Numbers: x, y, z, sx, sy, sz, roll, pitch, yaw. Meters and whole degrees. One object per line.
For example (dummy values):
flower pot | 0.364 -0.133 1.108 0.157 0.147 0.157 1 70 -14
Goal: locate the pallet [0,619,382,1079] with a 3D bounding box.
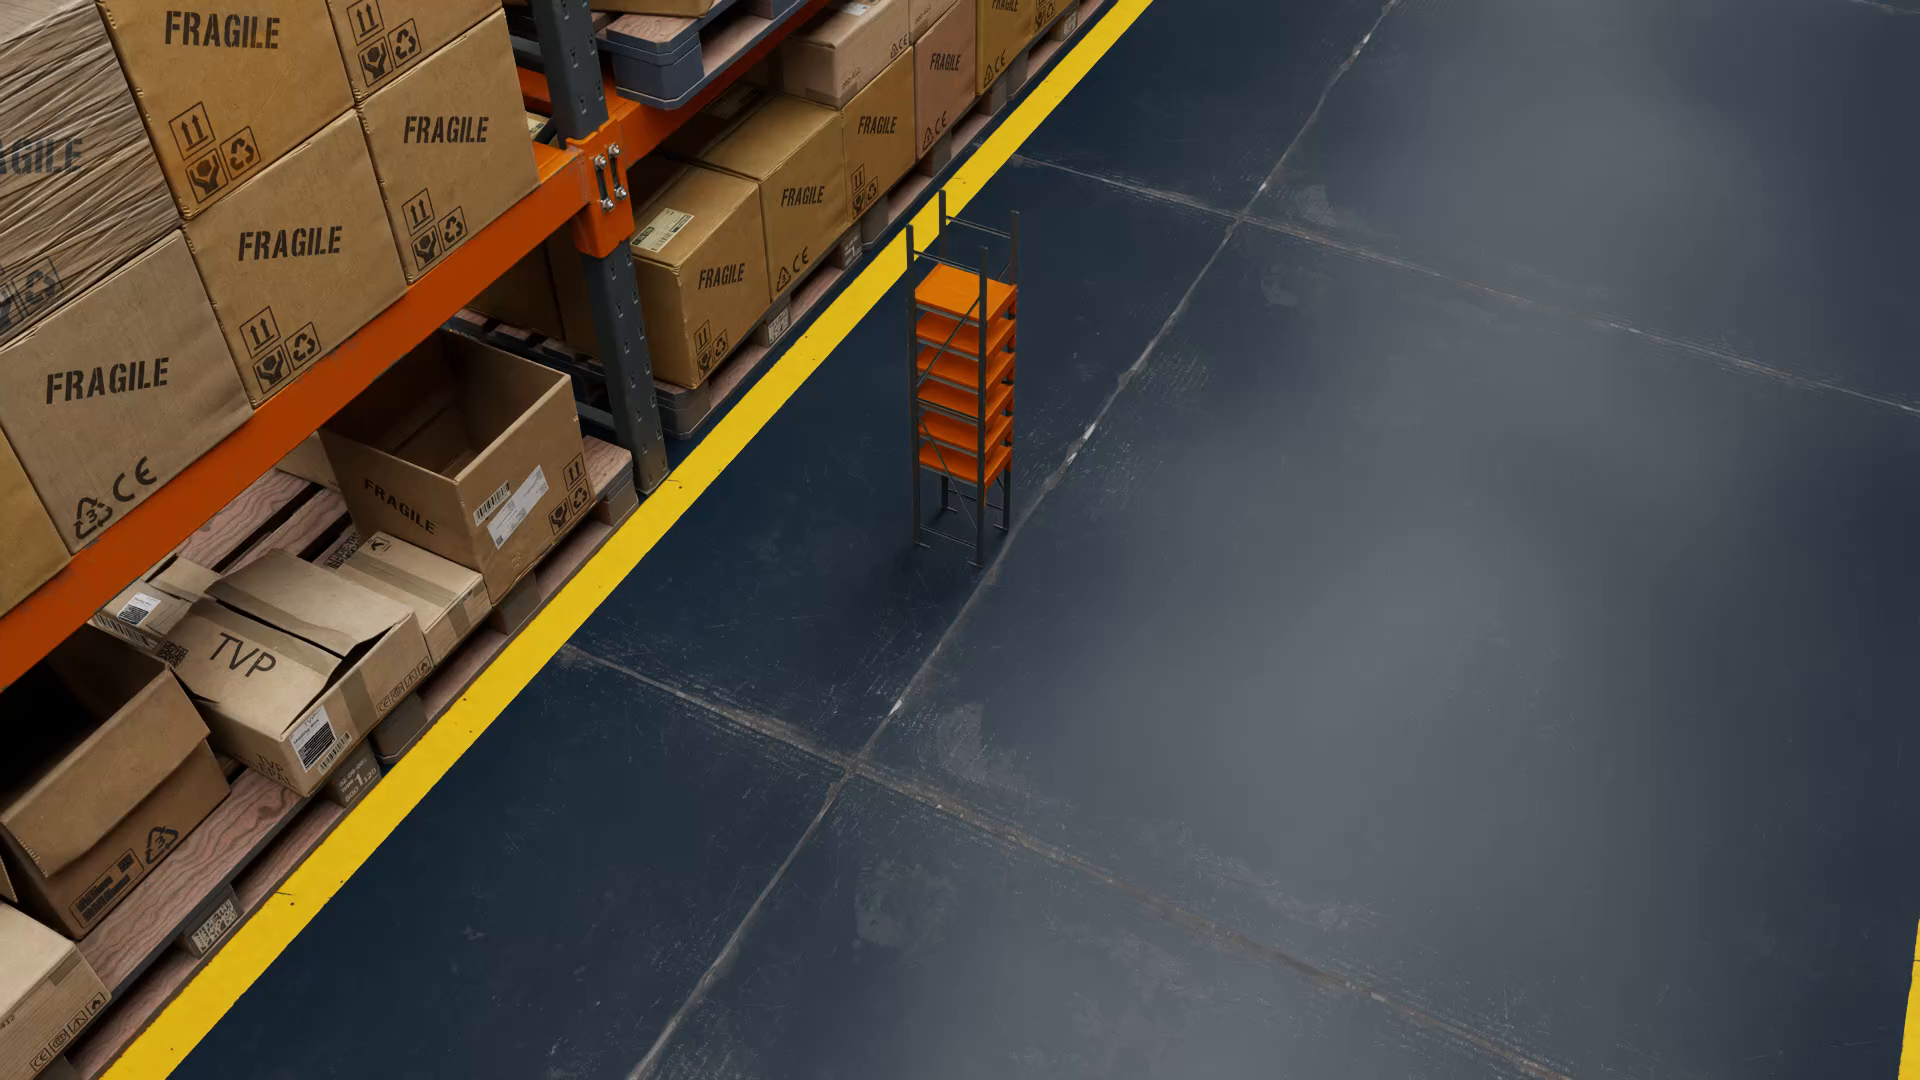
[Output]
pallet | -2.307 0.789 4.322 1.003 0.211 1.213 20 49 19

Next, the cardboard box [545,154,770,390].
cardboard box | -0.982 -0.896 5.475 0.500 0.500 0.500 18 48 17

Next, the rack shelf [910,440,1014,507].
rack shelf | 0.007 -0.231 5.035 0.258 0.103 0.180 20 49 19

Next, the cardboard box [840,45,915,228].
cardboard box | -0.506 -1.548 6.119 0.500 0.500 0.500 21 49 20

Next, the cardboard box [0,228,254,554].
cardboard box | -1.902 -0.381 3.448 0.500 0.500 0.500 22 49 20

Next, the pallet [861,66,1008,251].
pallet | -0.513 -1.712 6.793 1.003 0.211 1.213 20 49 19

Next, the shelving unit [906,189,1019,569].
shelving unit | 0.007 -0.431 4.832 0.258 1.200 0.189 20 49 19

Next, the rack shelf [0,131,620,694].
rack shelf | -2.351 0.117 3.531 1.077 0.370 4.000 20 49 19

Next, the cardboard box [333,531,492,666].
cardboard box | -1.557 0.161 4.677 0.380 0.149 0.250 20 49 19

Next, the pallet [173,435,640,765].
pallet | -1.742 0.017 5.085 1.003 0.211 1.213 20 49 19

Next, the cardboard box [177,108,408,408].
cardboard box | -1.665 -0.706 3.768 0.500 0.500 0.500 22 49 20

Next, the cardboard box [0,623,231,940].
cardboard box | -2.290 0.513 4.080 0.797 0.503 0.637 20 49 19

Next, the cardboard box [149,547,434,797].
cardboard box | -1.784 0.320 4.406 0.500 0.311 0.500 20 49 19

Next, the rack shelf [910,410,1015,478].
rack shelf | 0.007 -0.315 4.949 0.258 0.103 0.180 20 49 19

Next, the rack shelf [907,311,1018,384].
rack shelf | 0.007 -0.568 4.693 0.258 0.103 0.180 20 49 19

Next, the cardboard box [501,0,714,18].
cardboard box | -1.004 -1.803 4.557 0.700 0.500 0.500 6 46 6

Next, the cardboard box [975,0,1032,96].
cardboard box | -0.032 -2.199 6.762 0.500 0.500 0.500 19 48 18

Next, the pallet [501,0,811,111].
pallet | -0.955 -1.795 5.050 1.003 0.211 1.213 20 49 19

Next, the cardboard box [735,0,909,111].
cardboard box | -0.518 -1.789 5.830 0.500 0.250 0.500 21 49 19

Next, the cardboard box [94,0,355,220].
cardboard box | -1.663 -1.054 3.410 0.500 0.500 0.500 20 49 18

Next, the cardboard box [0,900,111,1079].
cardboard box | -2.311 1.057 3.720 0.500 0.250 0.500 20 49 19

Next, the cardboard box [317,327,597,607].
cardboard box | -1.436 -0.219 4.806 0.500 0.500 0.500 20 49 19

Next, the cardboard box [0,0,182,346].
cardboard box | -1.897 -0.737 3.096 0.500 0.500 0.500 21 49 19

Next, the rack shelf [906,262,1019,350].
rack shelf | 0.007 -0.653 4.608 0.258 0.103 0.180 20 49 19

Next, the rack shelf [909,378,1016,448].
rack shelf | 0.007 -0.400 4.864 0.258 0.103 0.180 20 49 19

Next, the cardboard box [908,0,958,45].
cardboard box | -0.285 -2.106 6.143 0.500 0.250 0.500 20 49 18

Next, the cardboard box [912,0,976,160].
cardboard box | -0.271 -1.866 6.434 0.500 0.500 0.500 19 48 18

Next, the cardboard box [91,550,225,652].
cardboard box | -2.202 0.187 4.639 0.380 0.166 0.250 20 49 19

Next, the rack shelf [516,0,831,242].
rack shelf | -0.494 -2.403 6.021 1.077 0.370 4.000 20 49 19

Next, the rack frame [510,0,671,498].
rack frame | -1.422 -1.396 4.520 1.000 3.000 0.127 20 49 19

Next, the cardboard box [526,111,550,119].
cardboard box | -1.210 -1.386 5.959 0.500 0.500 0.500 21 49 19

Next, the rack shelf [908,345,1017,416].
rack shelf | 0.007 -0.484 4.779 0.258 0.103 0.180 20 49 19

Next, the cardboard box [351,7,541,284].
cardboard box | -1.427 -1.031 4.090 0.500 0.500 0.500 21 49 20

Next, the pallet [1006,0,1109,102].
pallet | 0.054 -2.477 7.550 1.003 0.211 1.213 20 49 19

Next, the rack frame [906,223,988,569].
rack frame | -0.036 -0.373 4.775 0.240 1.200 0.006 20 49 19

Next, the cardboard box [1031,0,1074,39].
cardboard box | 0.208 -2.525 7.084 0.500 0.500 0.500 22 49 21

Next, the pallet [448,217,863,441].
pallet | -1.078 -0.940 6.031 1.003 0.211 1.213 20 49 19

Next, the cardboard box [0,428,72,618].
cardboard box | -2.136 -0.060 3.130 0.500 0.500 0.500 21 49 20

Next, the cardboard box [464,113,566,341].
cardboard box | -1.447 -1.077 5.654 0.500 0.500 0.500 20 49 19

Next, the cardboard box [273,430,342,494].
cardboard box | -1.809 -0.412 5.129 0.500 0.311 0.500 20 49 19

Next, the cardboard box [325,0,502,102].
cardboard box | -1.428 -1.378 3.730 0.500 0.500 0.500 21 49 19

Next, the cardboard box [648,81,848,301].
cardboard box | -0.744 -1.235 5.810 0.500 0.500 0.500 21 49 20

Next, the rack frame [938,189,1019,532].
rack frame | 0.049 -0.489 4.889 0.240 1.200 0.006 20 49 19
